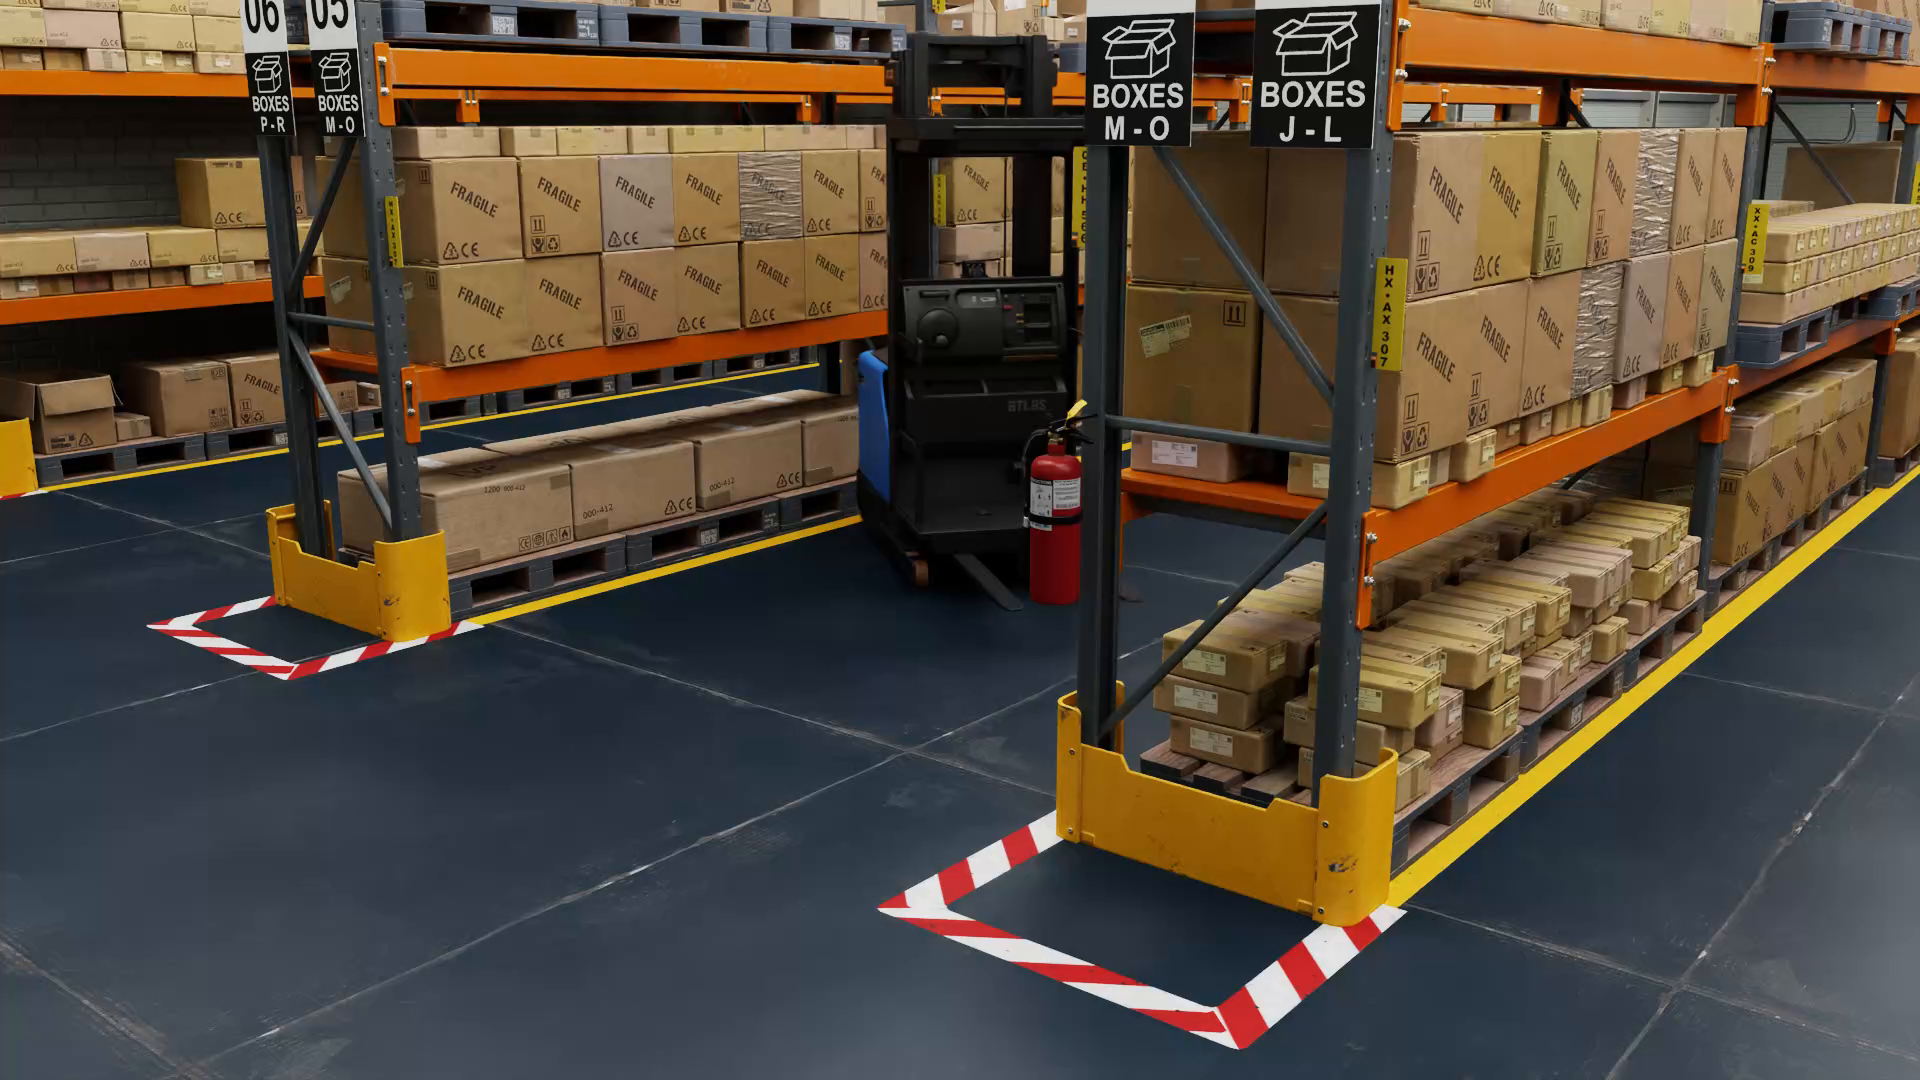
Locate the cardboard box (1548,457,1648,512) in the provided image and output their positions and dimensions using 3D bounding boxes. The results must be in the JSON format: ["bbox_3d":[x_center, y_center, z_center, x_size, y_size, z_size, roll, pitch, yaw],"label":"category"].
[{"bbox_3d":[3.616,-0.265,9.296,0.500,0.500,0.500,11,18,36],"label":"cardboard box"}]

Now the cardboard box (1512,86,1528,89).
[{"bbox_3d":[6.037,-5.056,18.351,0.380,0.149,0.250,11,18,37],"label":"cardboard box"}]

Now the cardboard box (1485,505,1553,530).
[{"bbox_3d":[2.629,-0.068,8.029,0.380,0.149,0.250,11,18,37],"label":"cardboard box"}]

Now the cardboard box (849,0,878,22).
[{"bbox_3d":[-0.720,-3.307,10.175,0.396,0.266,0.258,12,19,39],"label":"cardboard box"}]

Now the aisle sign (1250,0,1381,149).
[{"bbox_3d":[1.020,-1.525,4.755,0.394,0.787,0.004,11,18,38],"label":"aisle sign"}]

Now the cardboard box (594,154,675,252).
[{"bbox_3d":[-1.921,-1.853,9.092,0.500,0.500,0.500,11,18,37],"label":"cardboard box"}]

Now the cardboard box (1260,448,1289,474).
[{"bbox_3d":[1.003,-0.352,5.927,0.380,0.149,0.250,11,18,37],"label":"cardboard box"}]

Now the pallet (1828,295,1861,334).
[{"bbox_3d":[4.648,-1.379,9.851,1.003,0.211,1.213,11,18,38],"label":"pallet"}]

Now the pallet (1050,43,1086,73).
[{"bbox_3d":[0.883,-3.621,12.575,1.003,0.211,1.213,12,19,40],"label":"pallet"}]

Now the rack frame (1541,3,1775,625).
[{"bbox_3d":[3.346,-1.092,8.329,1.000,3.000,0.127,11,18,38],"label":"rack frame"}]

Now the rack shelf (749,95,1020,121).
[{"bbox_3d":[-0.659,-4.860,18.531,1.077,0.370,4.000,11,18,38],"label":"rack shelf"}]

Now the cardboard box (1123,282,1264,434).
[{"bbox_3d":[0.915,-0.644,5.760,0.500,0.500,0.500,12,18,39],"label":"cardboard box"}]

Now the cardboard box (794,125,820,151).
[{"bbox_3d":[-1.073,-2.447,10.110,0.380,0.149,0.250,11,18,37],"label":"cardboard box"}]

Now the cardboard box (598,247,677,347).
[{"bbox_3d":[-1.926,-1.364,9.198,0.500,0.500,0.500,11,18,37],"label":"cardboard box"}]

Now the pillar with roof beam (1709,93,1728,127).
[{"bbox_3d":[24.177,-12.897,42.614,9.100,9.000,0.400,11,18,38],"label":"pillar with roof beam"}]

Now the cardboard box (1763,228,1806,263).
[{"bbox_3d":[3.952,-1.466,8.251,0.380,0.149,0.250,12,19,40],"label":"cardboard box"}]

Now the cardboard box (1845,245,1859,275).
[{"bbox_3d":[4.773,-1.574,9.280,0.380,0.149,0.250,11,18,37],"label":"cardboard box"}]

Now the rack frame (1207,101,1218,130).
[{"bbox_3d":[3.112,-4.904,23.335,1.000,3.000,0.127,11,18,38],"label":"rack frame"}]

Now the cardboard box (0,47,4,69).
[{"bbox_3d":[-6.563,-3.197,11.034,0.380,0.149,0.250,12,18,39],"label":"cardboard box"}]

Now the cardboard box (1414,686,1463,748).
[{"bbox_3d":[1.577,0.604,5.987,0.380,0.149,0.250,11,18,37],"label":"cardboard box"}]

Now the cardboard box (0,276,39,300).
[{"bbox_3d":[-6.524,-1.739,11.385,0.380,0.149,0.250,11,18,37],"label":"cardboard box"}]

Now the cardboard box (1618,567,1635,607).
[{"bbox_3d":[2.847,0.192,7.607,0.380,0.149,0.250,11,18,38],"label":"cardboard box"}]

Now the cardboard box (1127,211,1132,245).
[{"bbox_3d":[1.215,-2.442,12.933,0.500,0.250,0.500,11,18,36],"label":"cardboard box"}]

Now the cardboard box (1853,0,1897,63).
[{"bbox_3d":[5.078,-3.019,9.618,0.500,0.500,0.500,11,18,38],"label":"cardboard box"}]

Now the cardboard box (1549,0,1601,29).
[{"bbox_3d":[1.961,-1.954,5.936,0.500,0.250,0.500,11,18,36],"label":"cardboard box"}]

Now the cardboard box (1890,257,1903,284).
[{"bbox_3d":[5.589,-1.677,10.291,0.380,0.149,0.250,12,18,38],"label":"cardboard box"}]

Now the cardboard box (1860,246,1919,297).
[{"bbox_3d":[6.353,-1.951,11.506,0.500,0.500,0.500,12,18,38],"label":"cardboard box"}]

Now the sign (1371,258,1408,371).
[{"bbox_3d":[1.255,-0.661,4.876,0.100,0.325,0.005,11,18,38],"label":"sign"}]

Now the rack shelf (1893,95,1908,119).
[{"bbox_3d":[9.631,-4.112,15.587,1.077,0.370,4.000,11,18,38],"label":"rack shelf"}]

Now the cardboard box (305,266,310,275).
[{"bbox_3d":[-5.299,-2.146,12.988,0.380,0.149,0.250,12,18,38],"label":"cardboard box"}]

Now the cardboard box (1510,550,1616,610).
[{"bbox_3d":[2.563,0.168,7.100,0.380,0.149,0.250,10,18,36],"label":"cardboard box"}]

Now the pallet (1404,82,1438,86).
[{"bbox_3d":[3.990,-4.632,16.552,1.213,0.211,1.003,11,18,38],"label":"pallet"}]

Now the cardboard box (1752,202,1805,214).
[{"bbox_3d":[5.252,-2.118,10.816,0.380,0.149,0.250,11,18,36],"label":"cardboard box"}]

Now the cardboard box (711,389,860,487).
[{"bbox_3d":[-1.045,-0.697,11.124,0.875,0.438,0.875,11,18,37],"label":"cardboard box"}]

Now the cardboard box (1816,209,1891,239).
[{"bbox_3d":[5.264,-1.868,9.834,0.380,0.149,0.250,11,18,38],"label":"cardboard box"}]

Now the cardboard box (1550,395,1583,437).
[{"bbox_3d":[2.232,-0.522,6.596,0.380,0.149,0.250,12,19,40],"label":"cardboard box"}]

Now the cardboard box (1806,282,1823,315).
[{"bbox_3d":[4.282,-1.279,8.723,0.380,0.149,0.250,11,18,38],"label":"cardboard box"}]

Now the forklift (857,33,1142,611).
[{"bbox_3d":[0.195,-1.253,9.103,1.130,2.935,3.031,-4,15,-14],"label":"forklift"}]

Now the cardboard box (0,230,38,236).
[{"bbox_3d":[-6.862,-2.041,11.764,0.500,0.250,0.500,12,19,39],"label":"cardboard box"}]

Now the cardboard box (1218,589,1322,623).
[{"bbox_3d":[1.235,0.315,6.520,0.380,0.149,0.250,11,18,36],"label":"cardboard box"}]

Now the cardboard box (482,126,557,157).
[{"bbox_3d":[-2.281,-2.038,8.503,0.380,0.149,0.250,12,19,39],"label":"cardboard box"}]

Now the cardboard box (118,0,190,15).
[{"bbox_3d":[-5.831,-3.846,11.765,0.500,0.250,0.500,11,18,37],"label":"cardboard box"}]

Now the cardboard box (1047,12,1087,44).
[{"bbox_3d":[0.853,-3.726,12.028,0.396,0.266,0.258,13,19,42],"label":"cardboard box"}]

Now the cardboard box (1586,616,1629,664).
[{"bbox_3d":[2.714,0.412,7.345,0.380,0.149,0.250,11,18,37],"label":"cardboard box"}]

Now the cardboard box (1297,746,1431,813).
[{"bbox_3d":[1.411,0.802,5.813,0.380,0.149,0.250,12,18,39],"label":"cardboard box"}]

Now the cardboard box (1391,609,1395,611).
[{"bbox_3d":[1.758,0.316,7.121,0.380,0.149,0.250,12,19,40],"label":"cardboard box"}]

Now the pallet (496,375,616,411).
[{"bbox_3d":[-3.949,-1.416,15.268,1.003,0.211,1.213,11,18,38],"label":"pallet"}]

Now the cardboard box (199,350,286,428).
[{"bbox_3d":[-5.509,-1.178,12.891,0.500,0.500,0.500,12,18,39],"label":"cardboard box"}]

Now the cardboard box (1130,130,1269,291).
[{"bbox_3d":[0.927,-1.129,5.638,0.500,0.500,0.500,11,18,36],"label":"cardboard box"}]

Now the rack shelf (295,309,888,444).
[{"bbox_3d":[-1.824,-1.107,9.849,1.077,0.370,4.000,11,18,38],"label":"rack shelf"}]

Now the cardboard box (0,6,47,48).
[{"bbox_3d":[-6.453,-3.408,11.054,0.500,0.250,0.500,11,18,37],"label":"cardboard box"}]
